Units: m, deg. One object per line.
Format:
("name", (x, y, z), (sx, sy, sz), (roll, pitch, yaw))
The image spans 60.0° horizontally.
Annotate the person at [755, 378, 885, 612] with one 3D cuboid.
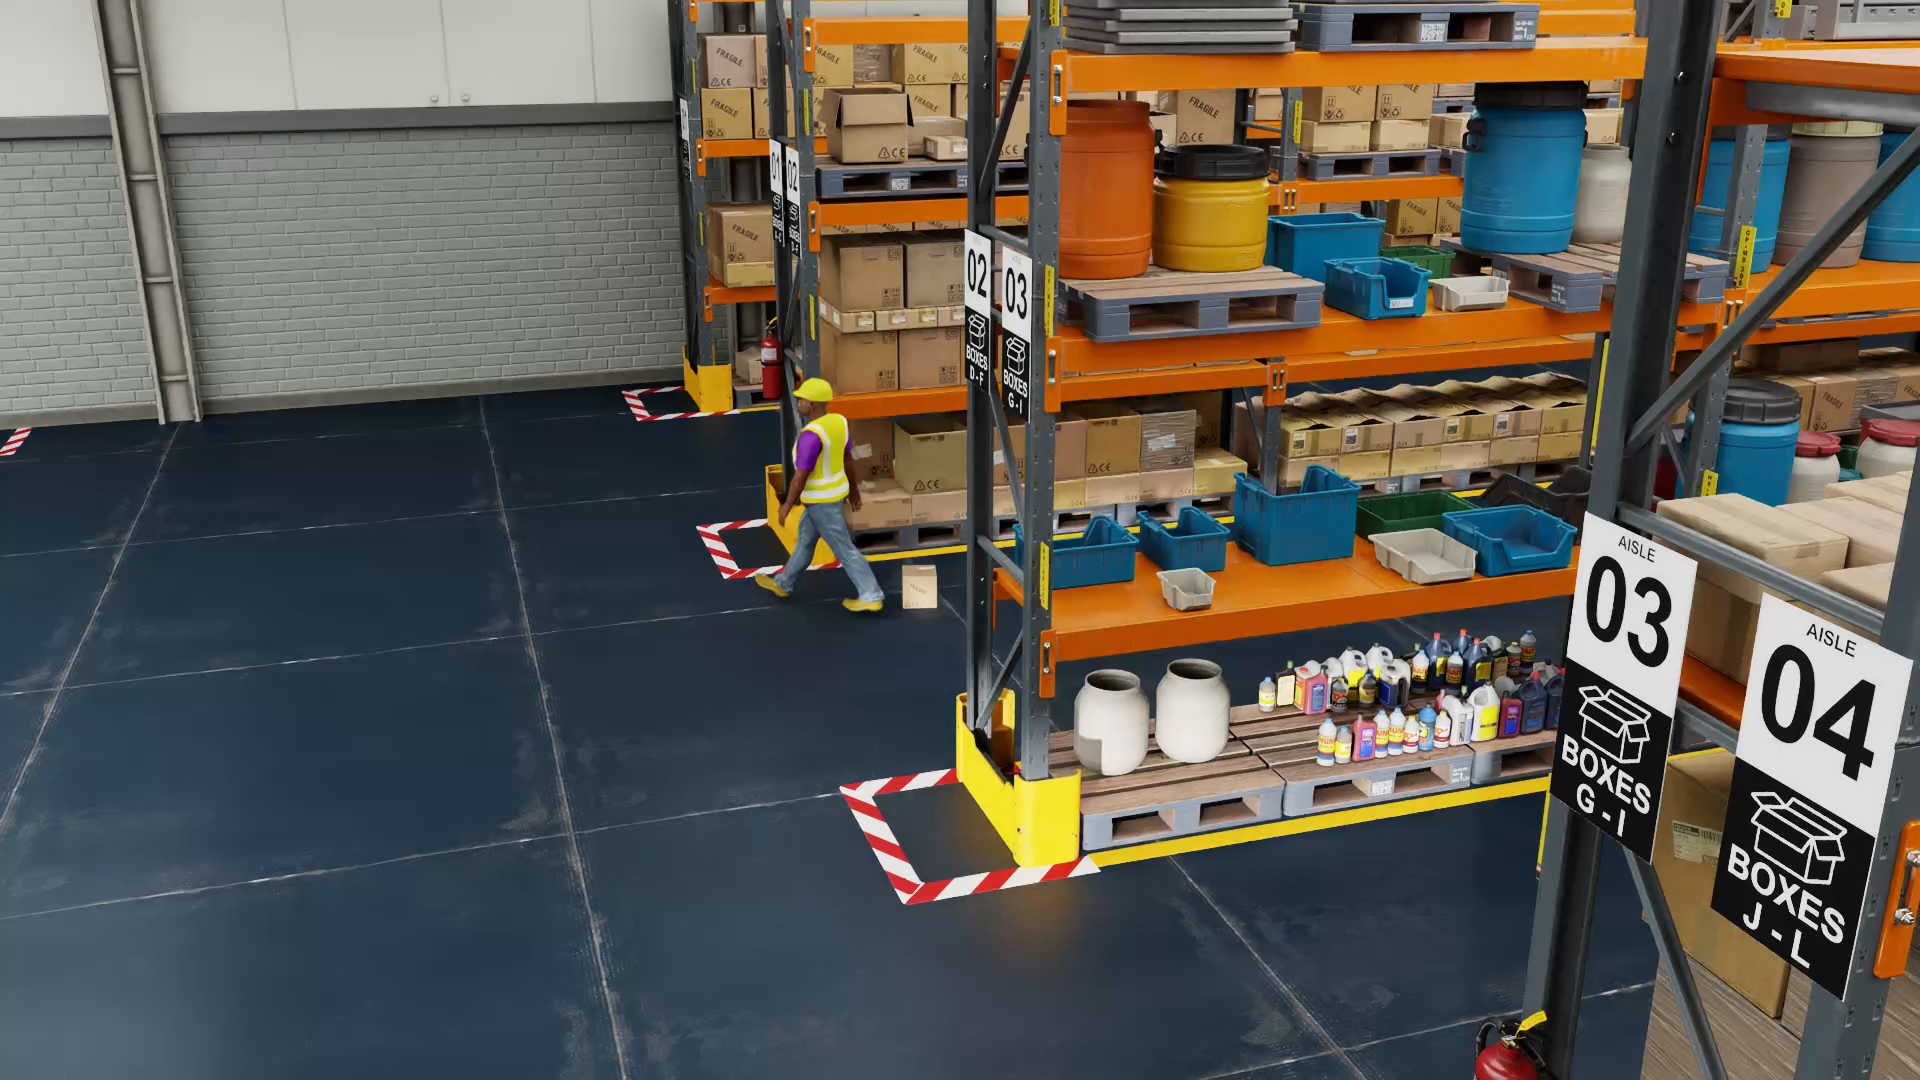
("person", (-1.058, -0.331, 11.977), (1.076, 1.703, 0.608), (5, 20, 15))
